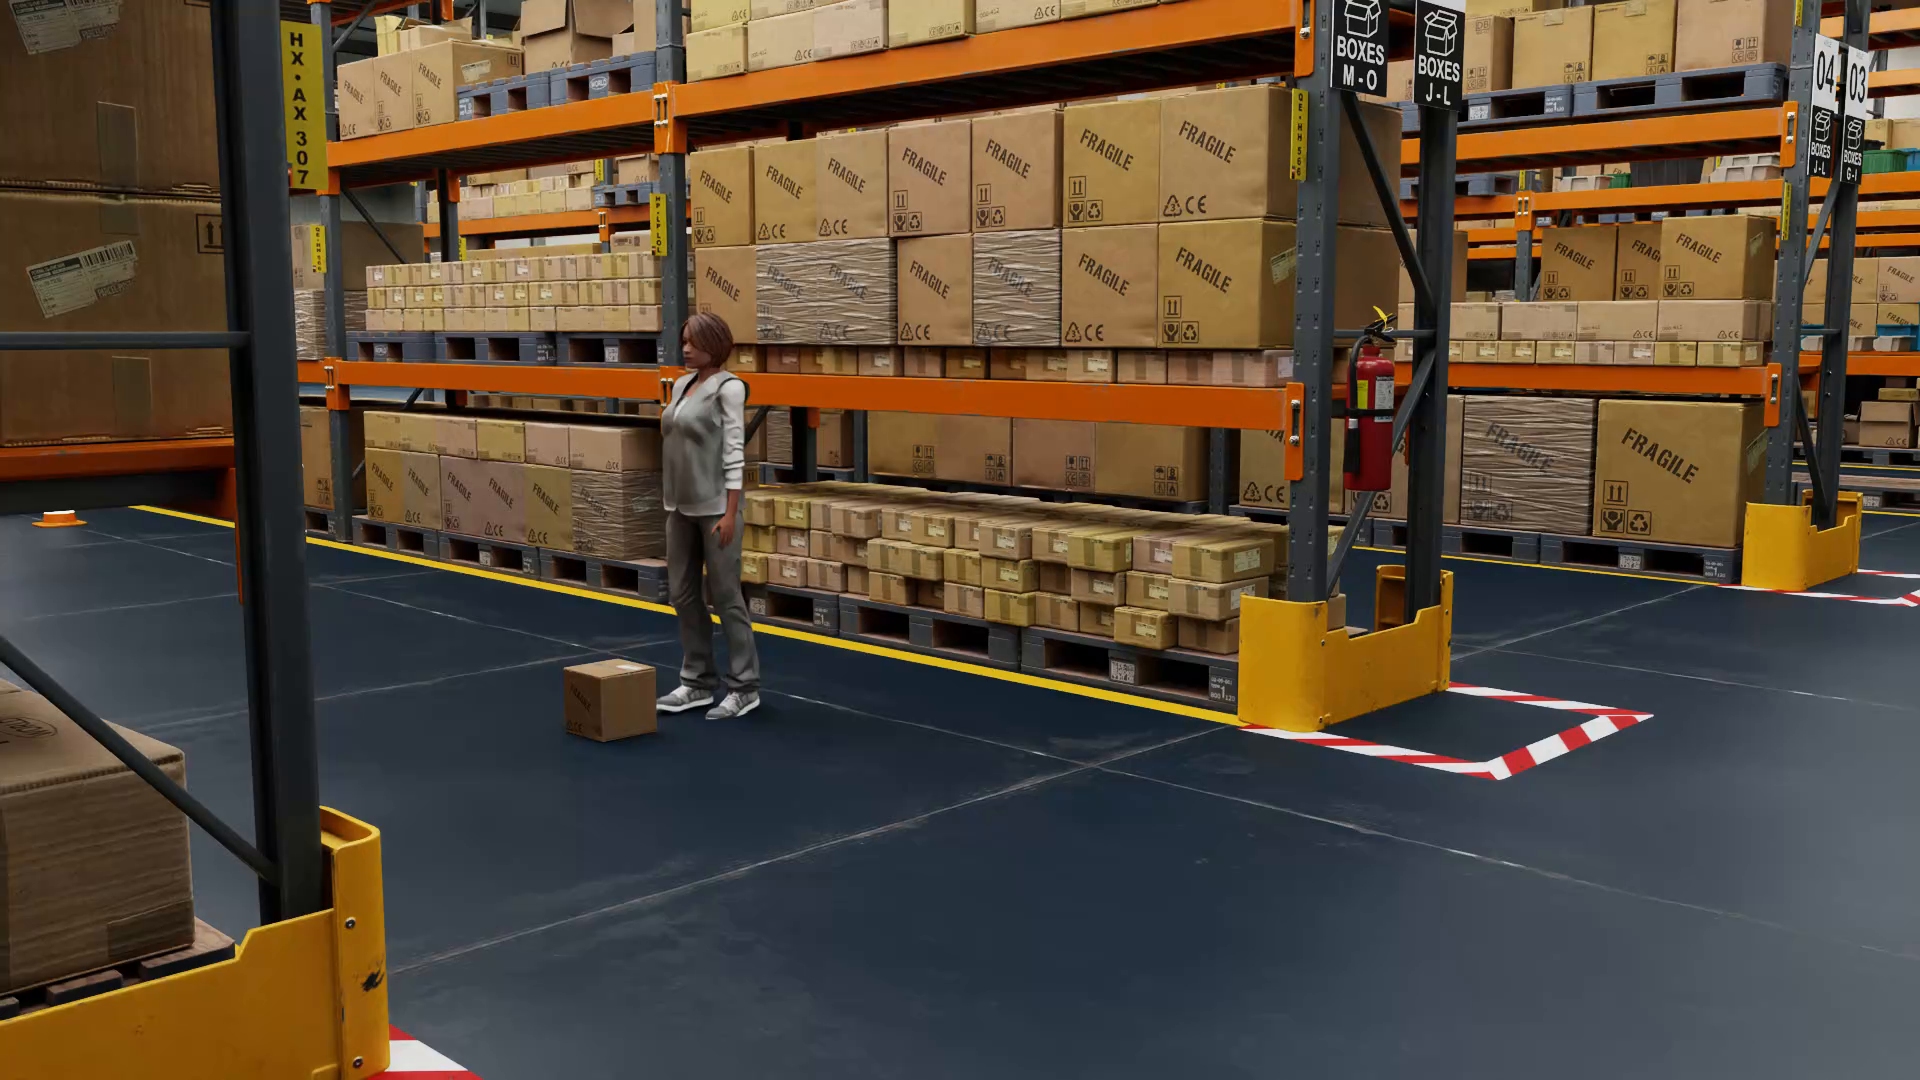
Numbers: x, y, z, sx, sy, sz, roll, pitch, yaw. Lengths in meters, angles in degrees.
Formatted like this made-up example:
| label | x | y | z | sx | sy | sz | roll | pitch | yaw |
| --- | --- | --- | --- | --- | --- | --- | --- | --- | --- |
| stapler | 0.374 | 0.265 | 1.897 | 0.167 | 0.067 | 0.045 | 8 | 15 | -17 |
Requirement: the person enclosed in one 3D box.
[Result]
| label | x | y | z | sx | sy | sz | roll | pitch | yaw |
| --- | --- | --- | --- | --- | --- | --- | --- | --- | --- |
| person | -1.002 | -0.080 | 6.594 | 0.409 | 1.609 | 0.369 | 7 | 10 | 45 |
